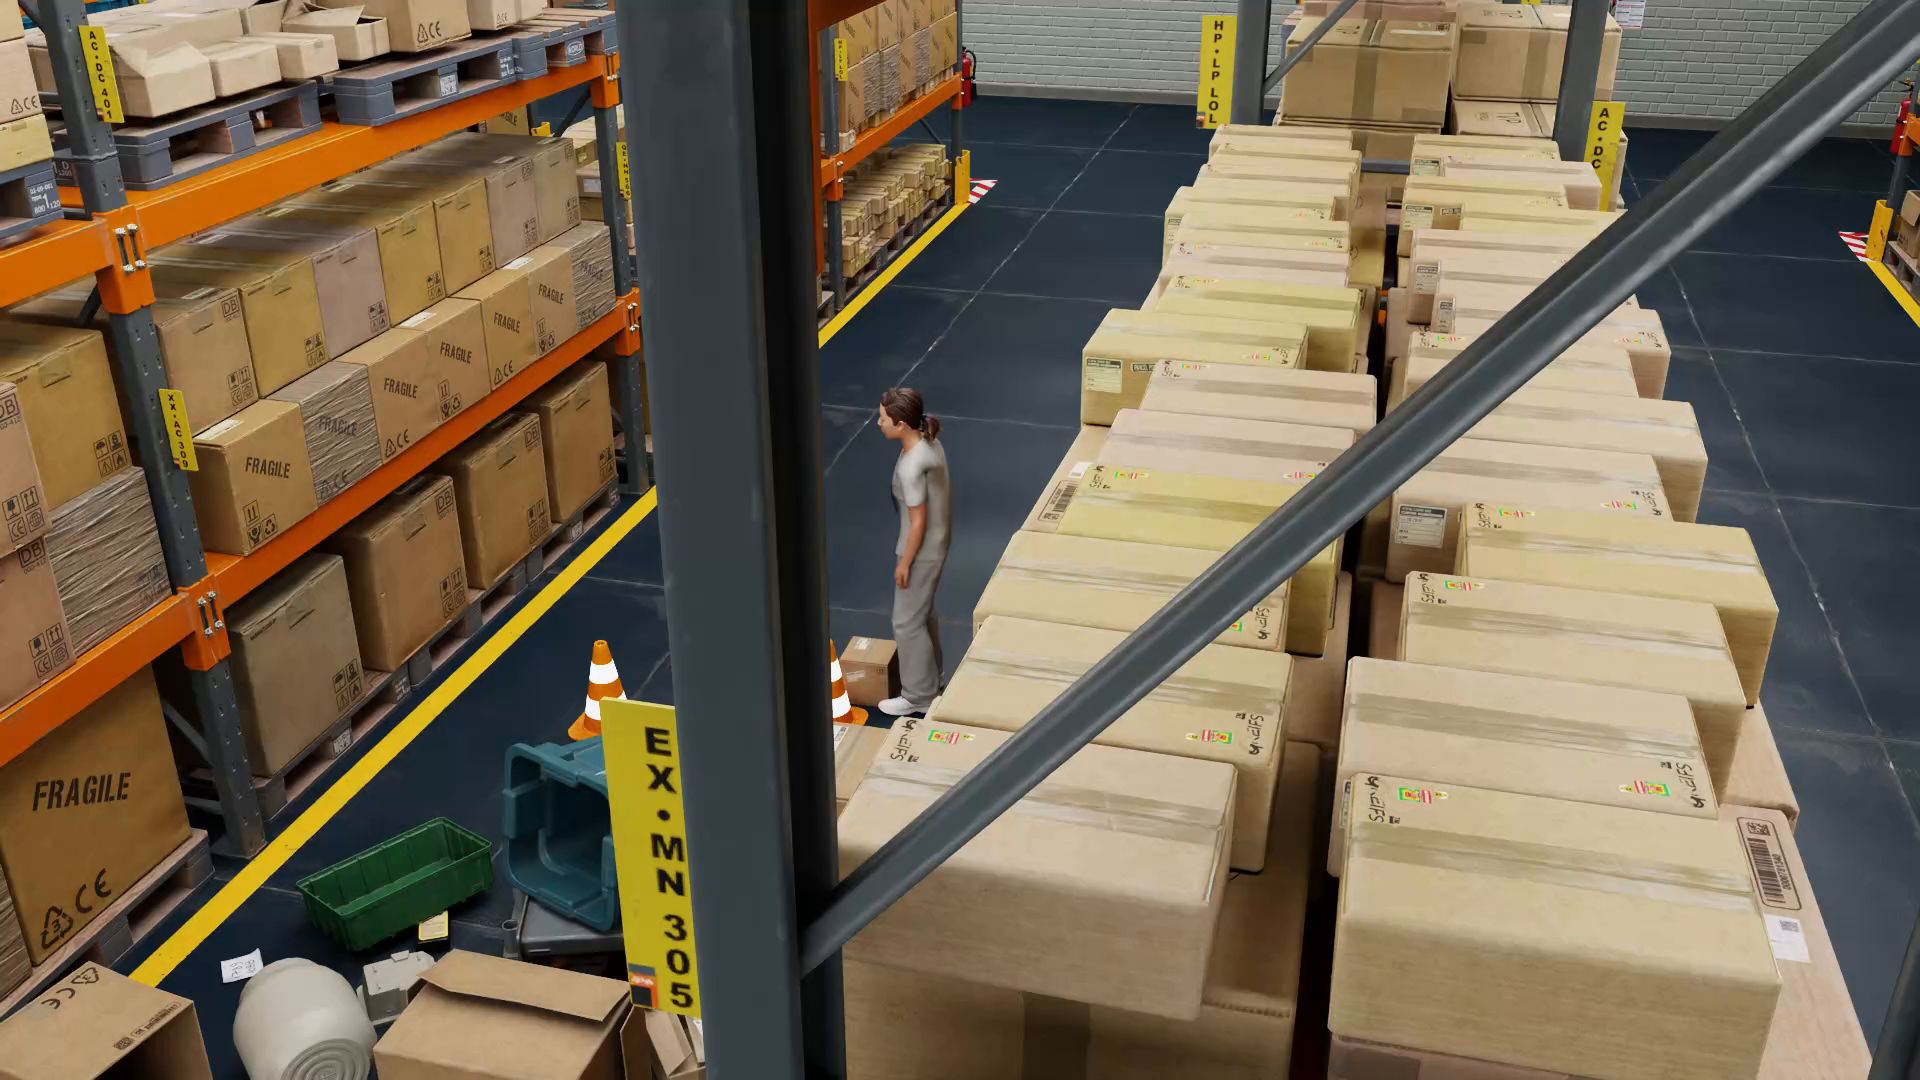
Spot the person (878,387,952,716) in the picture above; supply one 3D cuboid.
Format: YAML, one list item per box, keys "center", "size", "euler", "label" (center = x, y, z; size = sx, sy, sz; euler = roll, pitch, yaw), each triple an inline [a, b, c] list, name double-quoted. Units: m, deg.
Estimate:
- center: [-0.218, 0.048, 8.009]
  size: [0.359, 1.673, 0.485]
  euler: [2, 26, 5]
  label: "person"
